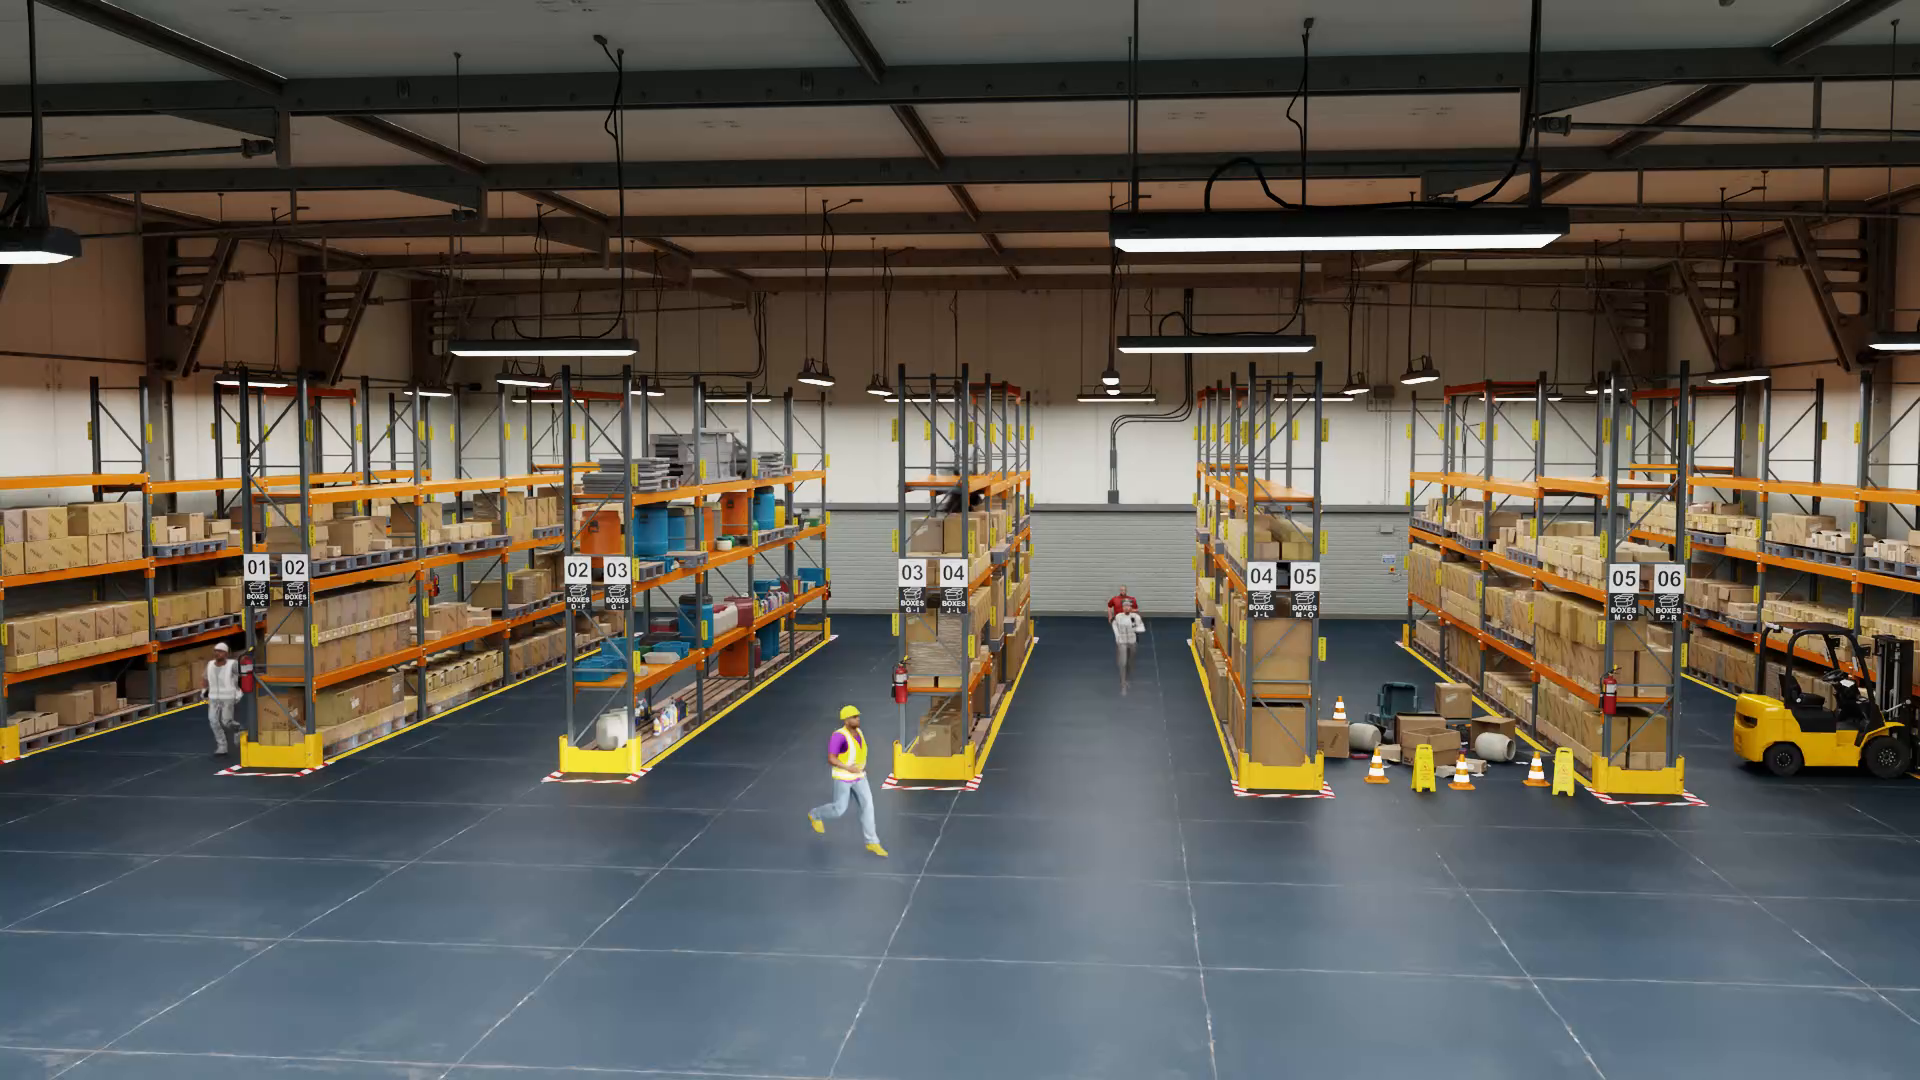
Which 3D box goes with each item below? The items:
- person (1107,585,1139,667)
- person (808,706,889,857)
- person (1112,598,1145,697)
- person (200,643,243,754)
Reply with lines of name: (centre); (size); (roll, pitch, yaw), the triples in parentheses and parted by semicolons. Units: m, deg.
person: (3.507, 1.825, 35.800); (0.665, 1.706, 0.991); (0, 4, 0)
person: (-1.358, 2.860, 19.902); (1.139, 1.763, 0.666); (3, 5, 39)
person: (3.074, 1.936, 30.302); (0.584, 1.771, 0.731); (0, 4, 2)
person: (-11.491, 2.467, 25.970); (0.734, 1.739, 0.630); (0, 4, 1)
